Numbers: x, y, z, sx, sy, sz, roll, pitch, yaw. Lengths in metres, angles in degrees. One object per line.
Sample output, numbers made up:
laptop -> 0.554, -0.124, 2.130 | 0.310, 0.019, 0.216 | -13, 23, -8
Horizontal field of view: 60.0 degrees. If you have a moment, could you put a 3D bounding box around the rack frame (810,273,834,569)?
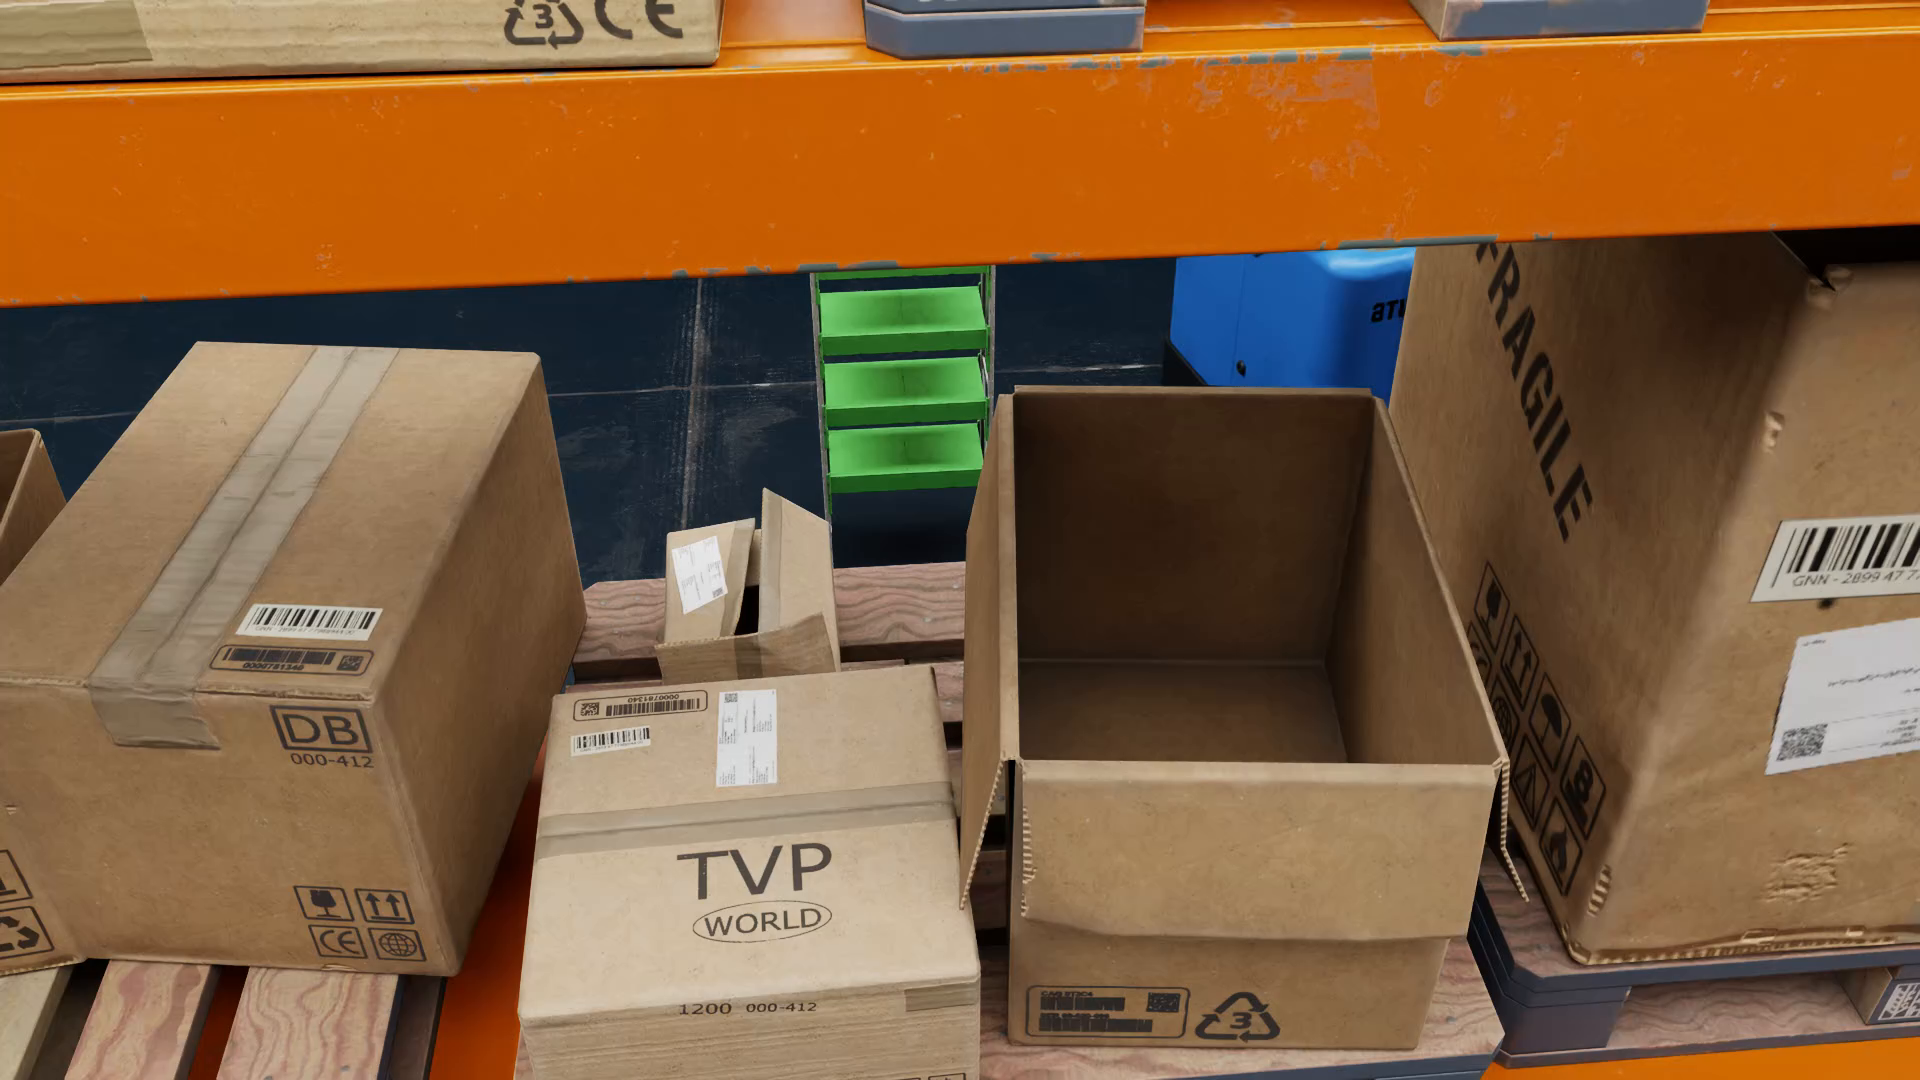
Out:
rack frame -> -0.408, -0.449, 4.850 | 0.015, 1.200, 0.240 | -3, 38, -4

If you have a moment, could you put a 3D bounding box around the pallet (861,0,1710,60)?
pallet -> 0.383, -0.810, 1.585 | 1.003, 0.211, 1.213 | -3, 38, -4

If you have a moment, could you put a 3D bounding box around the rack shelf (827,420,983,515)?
rack shelf -> -0.165, -0.223, 5.055 | 0.480, 0.148, 0.258 | -3, 38, -4

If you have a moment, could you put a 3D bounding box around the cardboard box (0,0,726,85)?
cardboard box -> -0.431, -0.563, 1.242 | 0.500, 0.250, 0.500 | -2, 38, -3

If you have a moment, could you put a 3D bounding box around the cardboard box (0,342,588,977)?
cardboard box -> -0.862, 0.136, 2.237 | 0.500, 0.500, 0.700 | 2, 38, 3

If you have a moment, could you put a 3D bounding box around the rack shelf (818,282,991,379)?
rack shelf -> -0.165, -0.600, 4.758 | 0.480, 0.148, 0.258 | -3, 38, -4

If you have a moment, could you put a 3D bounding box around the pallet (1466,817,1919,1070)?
pallet -> 1.266, 0.294, 2.610 | 1.213, 0.211, 1.003 | -3, 38, -4

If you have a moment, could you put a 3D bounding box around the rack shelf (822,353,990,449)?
rack shelf -> -0.165, -0.412, 4.906 | 0.480, 0.148, 0.258 | -3, 38, -4

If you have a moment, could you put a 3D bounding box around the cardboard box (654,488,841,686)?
cardboard box -> -0.307, 0.116, 2.451 | 0.258, 0.266, 0.396 | -4, 38, -5

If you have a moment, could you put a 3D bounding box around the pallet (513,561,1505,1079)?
pallet -> 0.024, 0.428, 2.441 | 1.213, 0.211, 1.003 | -3, 38, -4

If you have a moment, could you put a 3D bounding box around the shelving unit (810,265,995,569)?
shelving unit -> -0.165, -0.462, 4.867 | 0.503, 1.200, 0.258 | -3, 38, -4

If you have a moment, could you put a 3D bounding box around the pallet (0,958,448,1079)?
pallet -> -1.243, 0.457, 2.404 | 1.003, 0.211, 1.213 | -3, 38, -4

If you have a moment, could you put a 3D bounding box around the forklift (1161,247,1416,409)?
forklift -> 2.266, -1.635, 4.956 | 3.031, 2.935, 1.130 | -12, 40, -15

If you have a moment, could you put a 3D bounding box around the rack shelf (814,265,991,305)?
rack shelf -> -0.165, -0.789, 4.609 | 0.480, 0.148, 0.258 | -3, 38, -4

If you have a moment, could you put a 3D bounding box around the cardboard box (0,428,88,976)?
cardboard box -> -1.410, 0.228, 2.120 | 0.500, 0.500, 0.500 | -8, 39, -10

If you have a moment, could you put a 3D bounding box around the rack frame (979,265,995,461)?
rack frame -> 0.078, -0.475, 4.884 | 0.015, 1.200, 0.240 | -3, 38, -4

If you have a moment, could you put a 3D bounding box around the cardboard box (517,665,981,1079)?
cardboard box -> -0.254, 0.430, 2.065 | 0.500, 0.250, 0.500 | -4, 38, -5

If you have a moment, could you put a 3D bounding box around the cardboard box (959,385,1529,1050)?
cardboard box -> 0.322, 0.214, 2.135 | 0.637, 0.503, 0.797 | 1, 38, 1

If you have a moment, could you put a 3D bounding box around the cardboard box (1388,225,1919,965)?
cardboard box -> 1.237, -0.176, 2.229 | 1.000, 1.000, 1.000 | -3, 38, -4
